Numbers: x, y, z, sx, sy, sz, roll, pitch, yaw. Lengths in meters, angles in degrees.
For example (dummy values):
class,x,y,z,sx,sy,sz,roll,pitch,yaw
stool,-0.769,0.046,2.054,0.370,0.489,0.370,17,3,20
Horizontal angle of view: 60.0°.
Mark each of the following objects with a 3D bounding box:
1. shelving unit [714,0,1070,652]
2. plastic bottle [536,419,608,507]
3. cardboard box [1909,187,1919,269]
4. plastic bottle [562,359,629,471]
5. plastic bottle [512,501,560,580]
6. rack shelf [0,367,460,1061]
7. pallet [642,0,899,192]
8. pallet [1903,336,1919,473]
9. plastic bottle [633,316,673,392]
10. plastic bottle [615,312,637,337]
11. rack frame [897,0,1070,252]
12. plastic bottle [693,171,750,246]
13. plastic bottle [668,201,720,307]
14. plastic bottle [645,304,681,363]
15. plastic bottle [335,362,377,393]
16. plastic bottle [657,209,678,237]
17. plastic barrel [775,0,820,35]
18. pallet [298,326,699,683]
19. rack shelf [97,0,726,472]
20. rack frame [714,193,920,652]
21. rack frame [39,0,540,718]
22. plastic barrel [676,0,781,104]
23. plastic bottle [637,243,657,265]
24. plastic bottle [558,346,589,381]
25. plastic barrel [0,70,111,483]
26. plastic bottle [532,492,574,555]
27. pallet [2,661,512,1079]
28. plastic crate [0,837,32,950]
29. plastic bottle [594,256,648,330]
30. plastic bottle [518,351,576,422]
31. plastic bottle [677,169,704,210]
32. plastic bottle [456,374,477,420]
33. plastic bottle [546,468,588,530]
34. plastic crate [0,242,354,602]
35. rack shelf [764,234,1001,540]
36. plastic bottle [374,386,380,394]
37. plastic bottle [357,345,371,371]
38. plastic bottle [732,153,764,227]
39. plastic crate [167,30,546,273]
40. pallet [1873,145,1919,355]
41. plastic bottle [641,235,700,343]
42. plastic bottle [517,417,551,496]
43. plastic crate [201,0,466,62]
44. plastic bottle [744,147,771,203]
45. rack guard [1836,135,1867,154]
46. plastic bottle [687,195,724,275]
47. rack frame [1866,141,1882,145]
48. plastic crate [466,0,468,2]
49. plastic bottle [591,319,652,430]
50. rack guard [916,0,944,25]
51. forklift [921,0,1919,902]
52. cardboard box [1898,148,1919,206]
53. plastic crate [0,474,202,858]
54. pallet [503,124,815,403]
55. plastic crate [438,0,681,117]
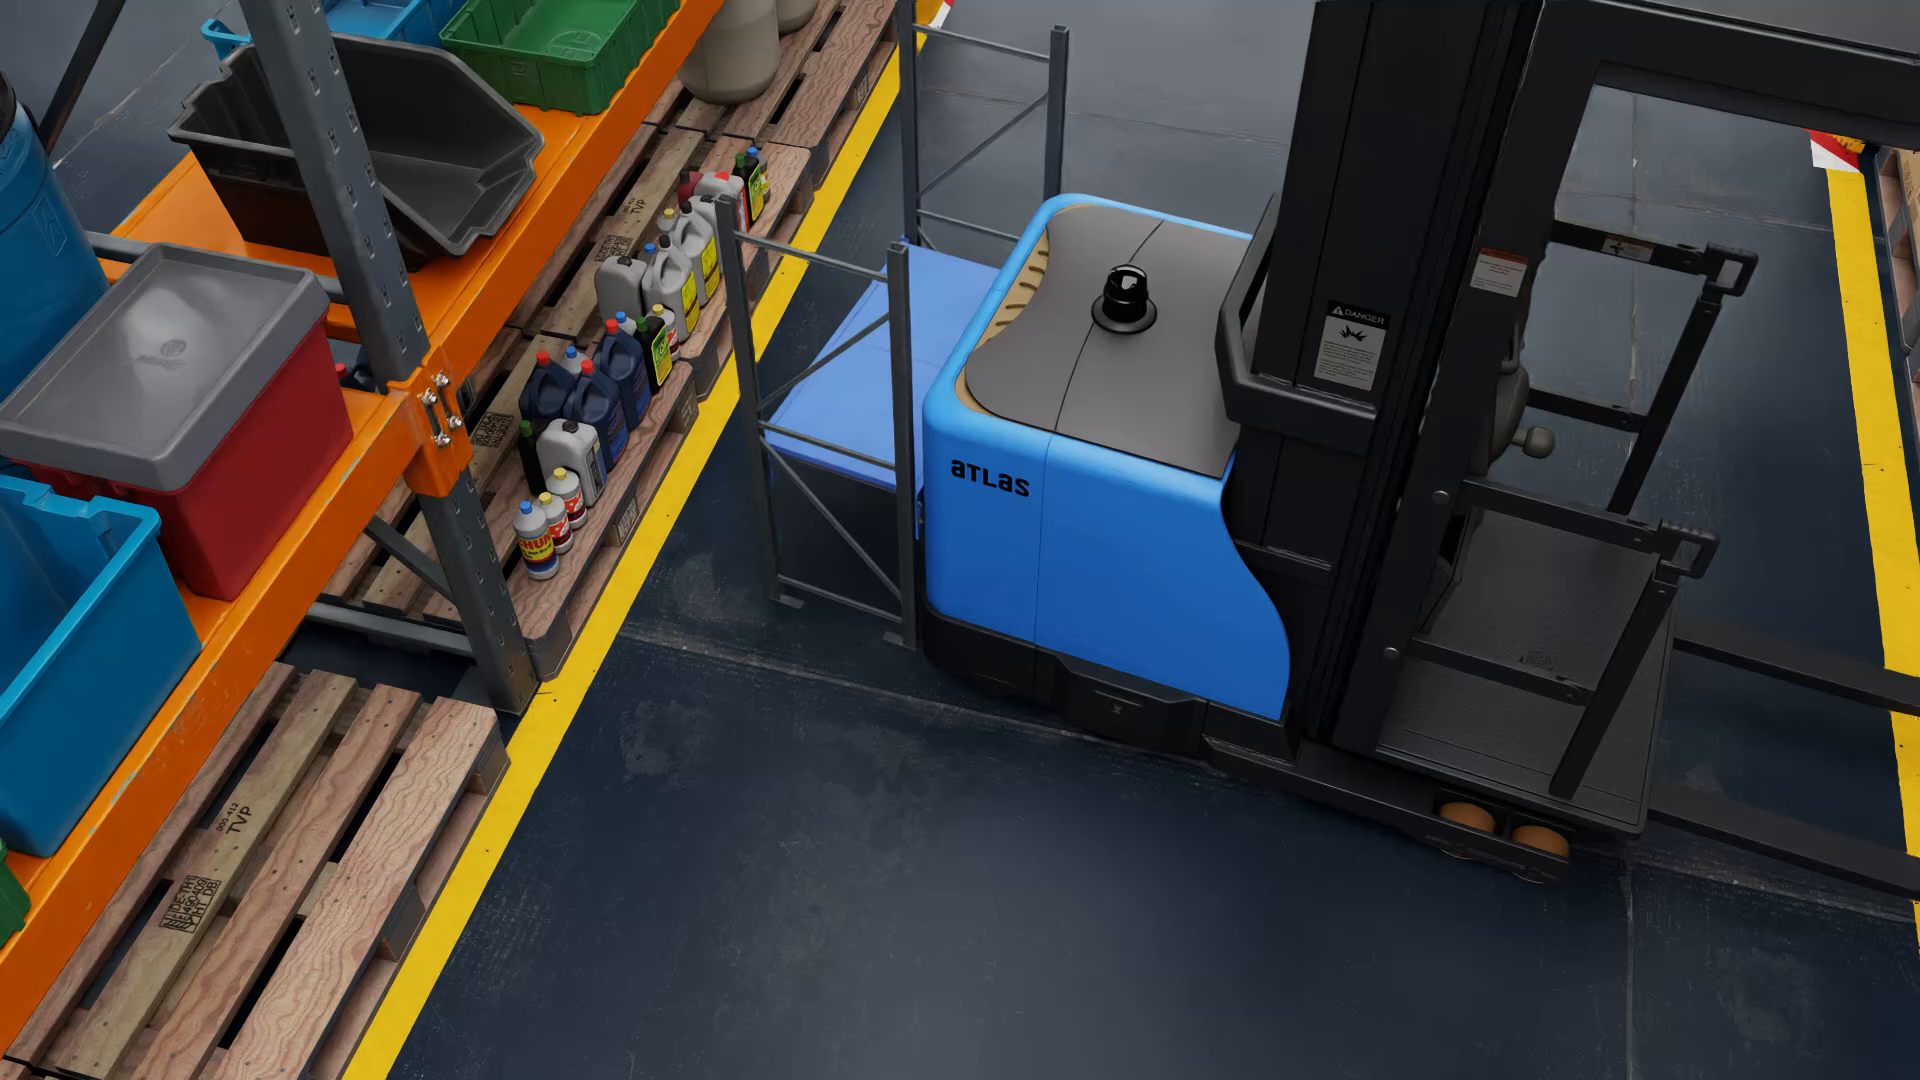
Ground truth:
class,x,y,z,sx,sy,sz,roll,pitch,yaw
shelving unit,-0.146,-0.598,4.778,0.538,1.500,1.048,19,51,16
plastic bottle,-1.166,-0.250,4.993,0.152,0.276,0.135,13,50,11
cardboard box,3.615,-1.058,5.737,0.500,0.250,0.500,12,50,10
plastic bottle,-1.118,-0.393,5.070,0.144,0.351,0.185,13,50,11
plastic bottle,-1.224,-0.009,4.784,0.097,0.271,0.097,0,49,0
rack shelf,-2.258,1.062,2.792,1.077,0.370,4.000,12,50,10
pallet,-0.872,-1.942,6.823,1.003,0.211,1.213,12,50,10
pallet,3.615,-0.172,5.261,1.003,0.211,1.213,12,50,10
plastic bottle,-0.985,-0.619,5.314,0.061,0.283,0.133,14,50,12
plastic bottle,-1.066,-0.617,5.321,0.097,0.271,0.097,0,49,0
rack frame,0.061,-0.946,5.085,0.500,1.500,0.032,19,51,16
plastic bottle,-0.832,-1.168,5.804,0.152,0.276,0.135,12,50,10
plastic bottle,-0.908,-0.972,5.581,0.144,0.351,0.185,13,50,12
plastic bottle,-0.972,-0.681,5.423,0.097,0.201,0.097,0,49,0
plastic bottle,-1.840,-0.414,5.088,0.144,0.351,0.185,10,49,9
plastic bottle,-0.993,-1.054,5.753,0.097,0.201,0.097,0,49,0
plastic barrel,-0.778,-2.340,6.694,0.421,0.512,0.421,0,49,0
pallet,-1.514,-0.177,5.266,1.003,0.211,1.213,12,50,10
rack shelf,-1.205,-1.831,5.345,1.077,0.370,4.000,12,50,10
rack frame,-0.354,-0.250,4.470,0.500,1.500,0.032,19,51,16
rack frame,-1.731,-0.622,3.799,1.000,3.000,0.127,12,50,10
plastic barrel,-0.910,-1.978,6.374,0.421,0.512,0.421,0,49,0
plastic bottle,-1.036,-0.915,5.630,0.097,0.201,0.097,0,49,0
plastic bottle,-1.197,-0.496,5.213,0.097,0.271,0.097,0,49,0
plastic barrel,-2.125,-0.569,3.417,0.600,0.901,0.708,12,50,10
plastic bottle,-1.198,-0.060,4.875,0.097,0.201,0.097,0,49,0
pallet,-1.900,0.876,4.336,1.003,0.211,1.213,12,50,10
plastic crate,-1.917,0.763,2.717,0.450,0.188,0.662,12,50,10
plastic bottle,-1.106,-0.824,5.500,0.152,0.276,0.135,12,50,10
plastic bottle,-1.258,-0.422,5.095,0.144,0.351,0.185,12,50,10
plastic bottle,-0.935,-1.191,5.819,0.061,0.283,0.133,12,50,10
plastic bottle,-1.640,-0.517,5.229,0.152,0.276,0.135,12,50,10
plastic bottle,-1.171,-0.133,4.940,0.097,0.201,0.097,0,49,0
plastic crate,-1.563,-0.233,3.412,0.402,0.464,0.583,12,50,10
rack shelf,-0.146,-0.479,4.912,0.538,0.185,1.000,19,51,16
plastic bottle,-1.701,-0.386,5.063,0.144,0.351,0.185,12,50,10
plastic bottle,-1.789,-0.553,5.211,0.144,0.351,0.185,9,49,8
plastic bottle,-0.752,-1.259,5.879,0.061,0.283,0.133,13,50,11
plastic crate,-1.471,-0.955,4.134,0.767,0.338,0.504,12,50,10
pallet,3.938,-1.051,6.037,1.003,0.211,1.213,12,50,10
plastic bottle,-0.957,-0.837,5.462,0.144,0.351,0.185,11,50,10
plastic bottle,-1.269,-0.273,5.009,0.061,0.283,0.133,12,50,10
plastic crate,-1.702,-1.427,4.608,0.499,0.251,0.616,12,50,10
plastic bottle,-0.739,-1.320,5.988,0.097,0.201,0.097,0,49,0
rack guard,4.106,-1.726,6.440,1.175,0.500,0.348,12,50,10
plastic bottle,-0.868,-1.068,5.715,0.152,0.276,0.135,10,49,9
rack frame,4.099,-2.536,5.487,1.000,3.000,0.127,12,50,10
plastic crate,-1.548,-1.760,4.978,0.530,0.136,0.437,12,50,10
plastic bottle,-1.069,-0.530,5.190,0.144,0.351,0.185,10,49,8
rack guard,-0.653,-2.624,7.233,1.175,0.500,0.348,12,50,10
forklift,1.458,-0.511,3.746,3.031,2.935,1.130,17,51,14
cardboard box,3.744,-1.421,6.057,0.500,0.250,0.500,12,50,10
plastic crate,-1.721,0.242,3.046,0.392,0.384,0.575,12,50,10
pallet,-1.195,-1.063,6.047,1.003,0.211,1.213,12,50,10
plastic crate,-1.102,-1.479,4.696,0.450,0.188,0.662,12,50,10
